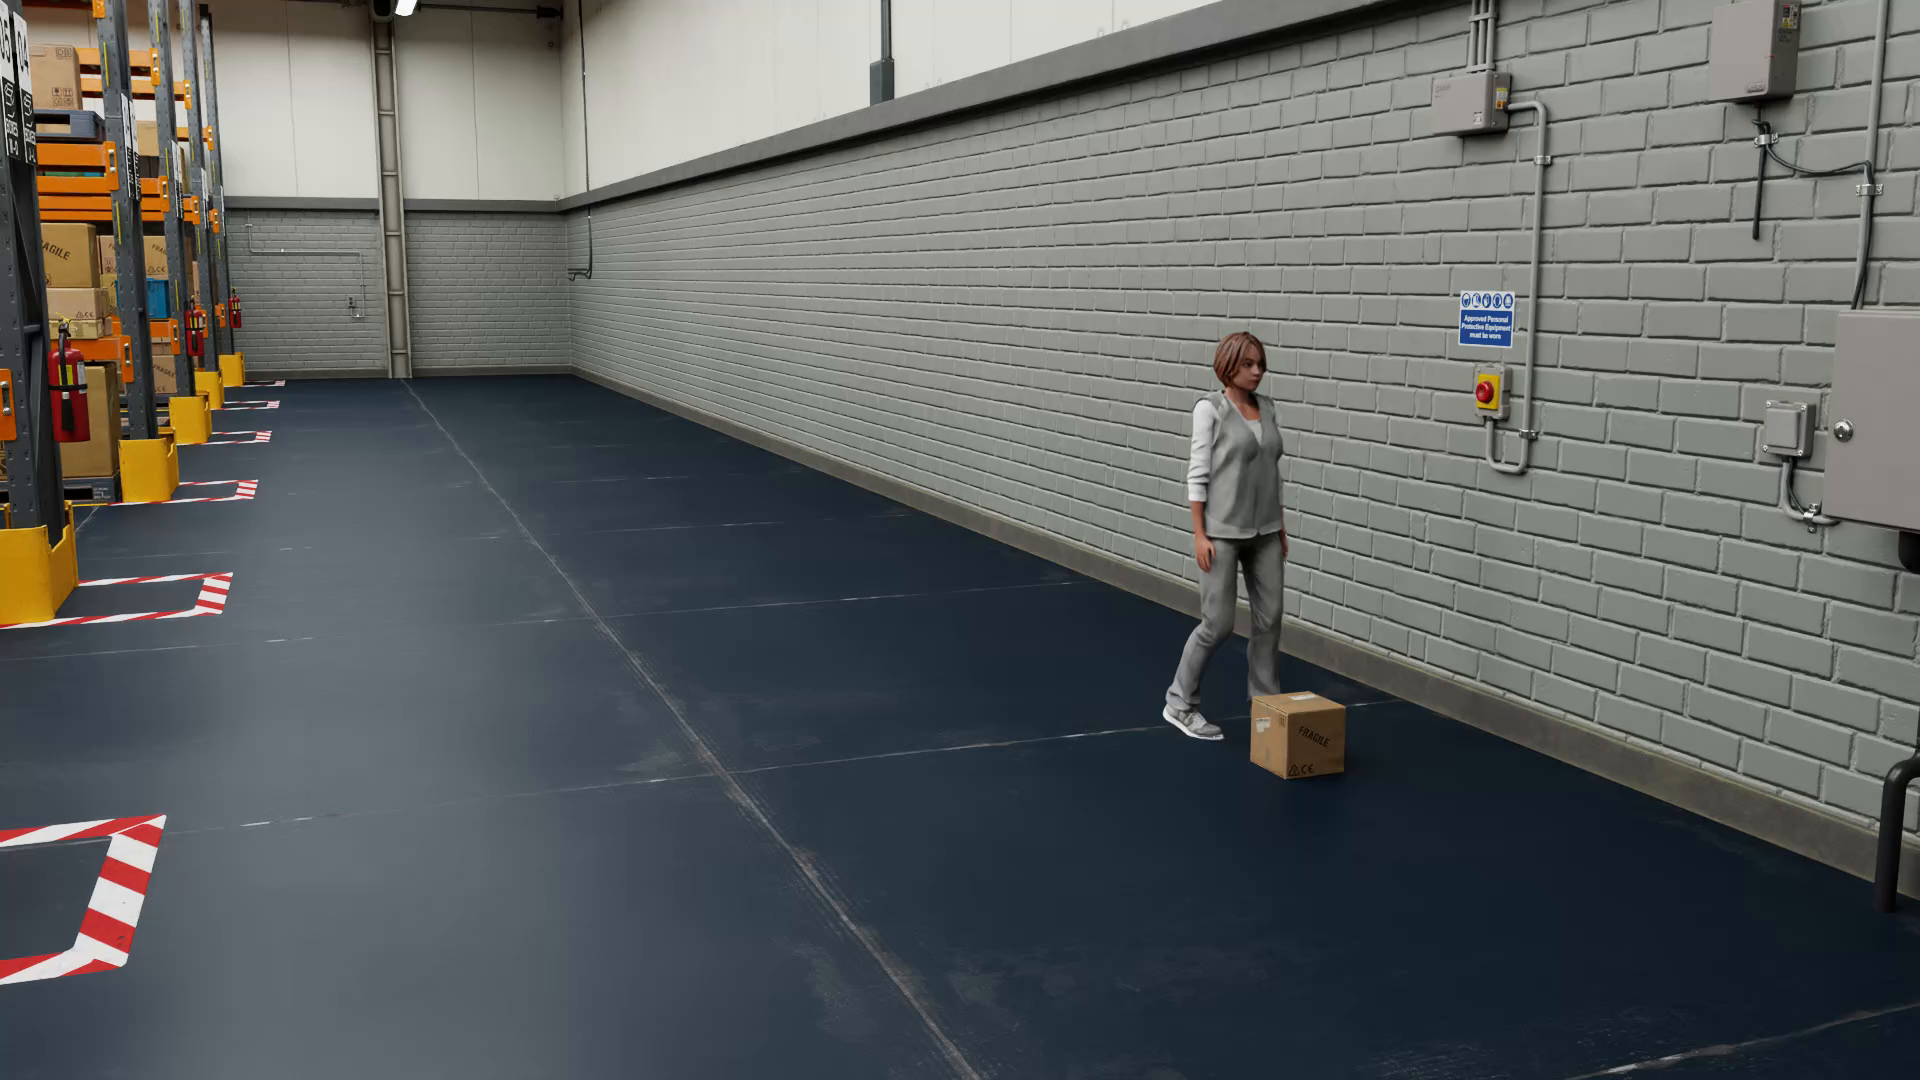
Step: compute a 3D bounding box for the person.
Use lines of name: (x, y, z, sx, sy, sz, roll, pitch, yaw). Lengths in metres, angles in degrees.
person: (1.107, 0.003, 6.458, 0.435, 1.612, 0.505, -5, 10, -27)
